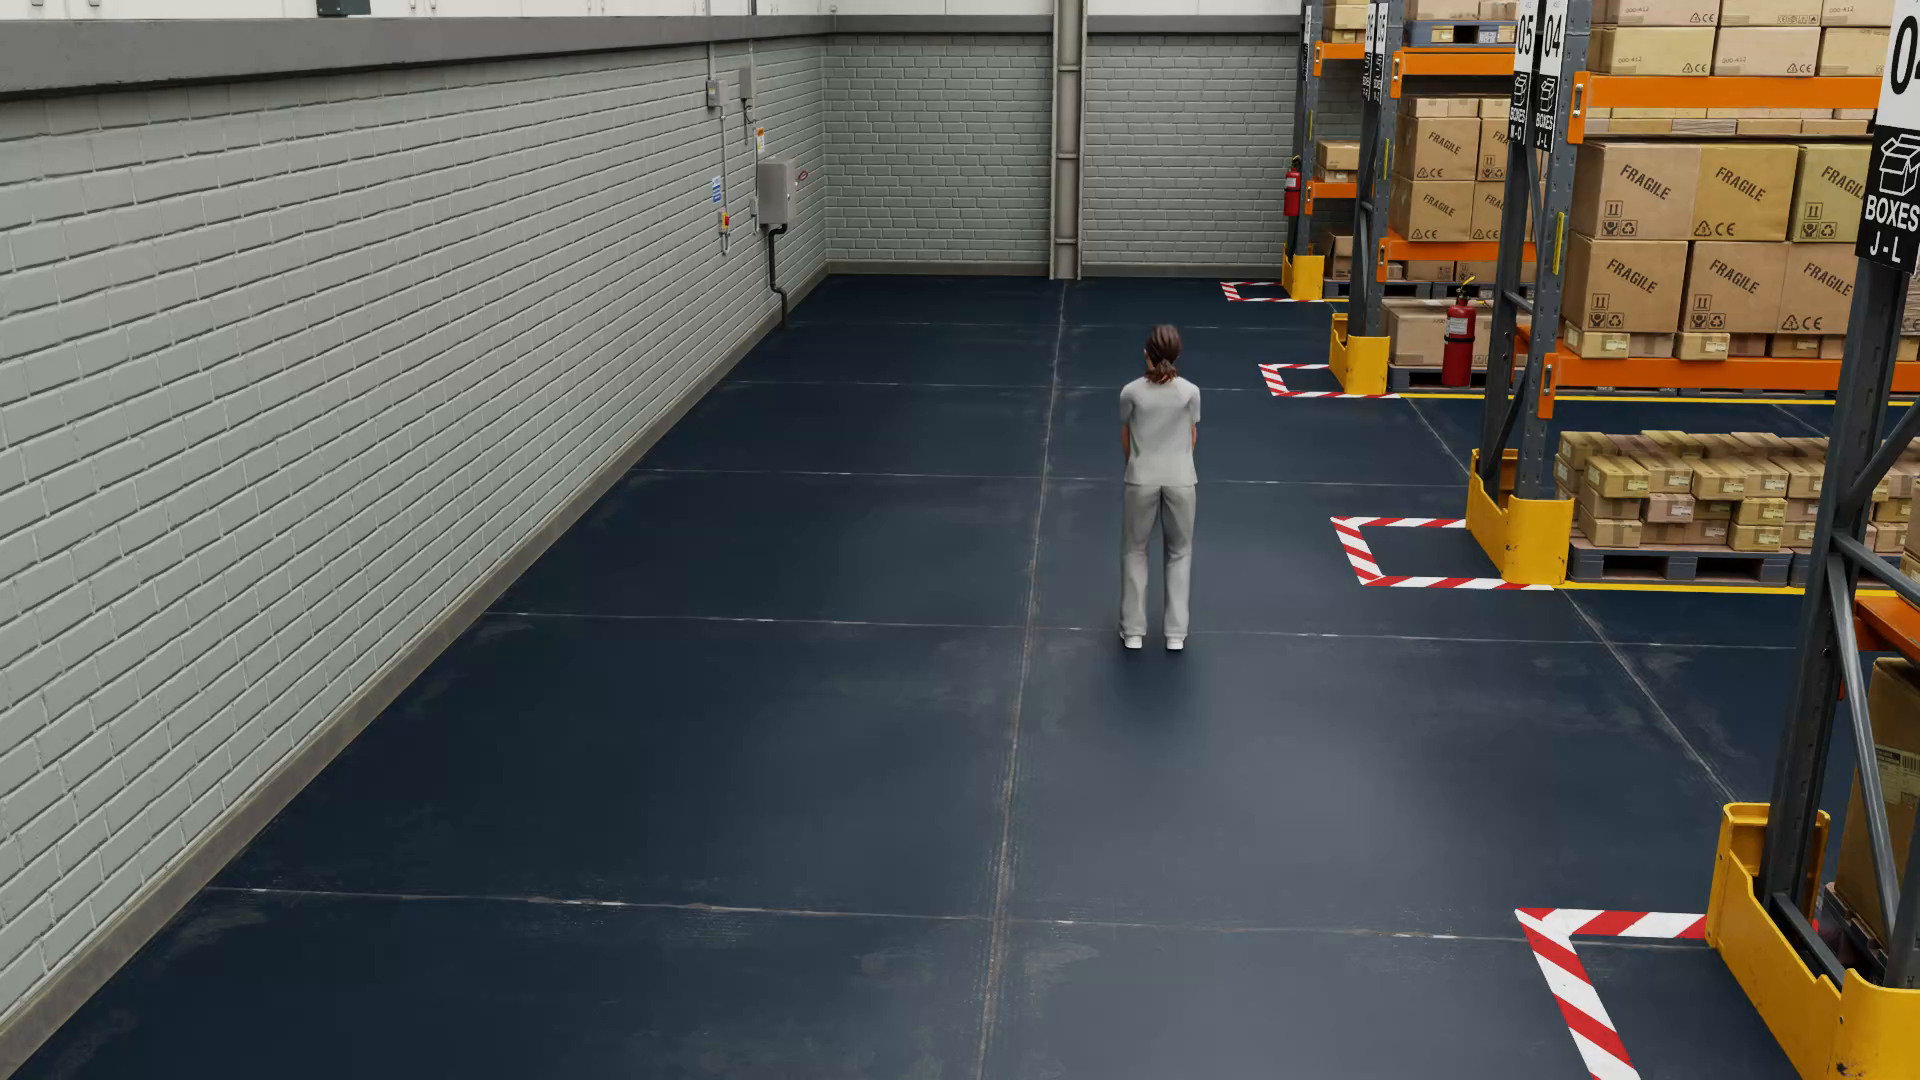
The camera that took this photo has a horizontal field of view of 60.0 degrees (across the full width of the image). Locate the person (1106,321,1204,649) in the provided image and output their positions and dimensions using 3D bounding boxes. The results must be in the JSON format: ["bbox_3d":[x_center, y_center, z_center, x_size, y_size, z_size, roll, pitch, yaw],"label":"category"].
[{"bbox_3d":[0.988,-0.266,8.395,0.512,1.671,0.361,0,18,1],"label":"person"}]
